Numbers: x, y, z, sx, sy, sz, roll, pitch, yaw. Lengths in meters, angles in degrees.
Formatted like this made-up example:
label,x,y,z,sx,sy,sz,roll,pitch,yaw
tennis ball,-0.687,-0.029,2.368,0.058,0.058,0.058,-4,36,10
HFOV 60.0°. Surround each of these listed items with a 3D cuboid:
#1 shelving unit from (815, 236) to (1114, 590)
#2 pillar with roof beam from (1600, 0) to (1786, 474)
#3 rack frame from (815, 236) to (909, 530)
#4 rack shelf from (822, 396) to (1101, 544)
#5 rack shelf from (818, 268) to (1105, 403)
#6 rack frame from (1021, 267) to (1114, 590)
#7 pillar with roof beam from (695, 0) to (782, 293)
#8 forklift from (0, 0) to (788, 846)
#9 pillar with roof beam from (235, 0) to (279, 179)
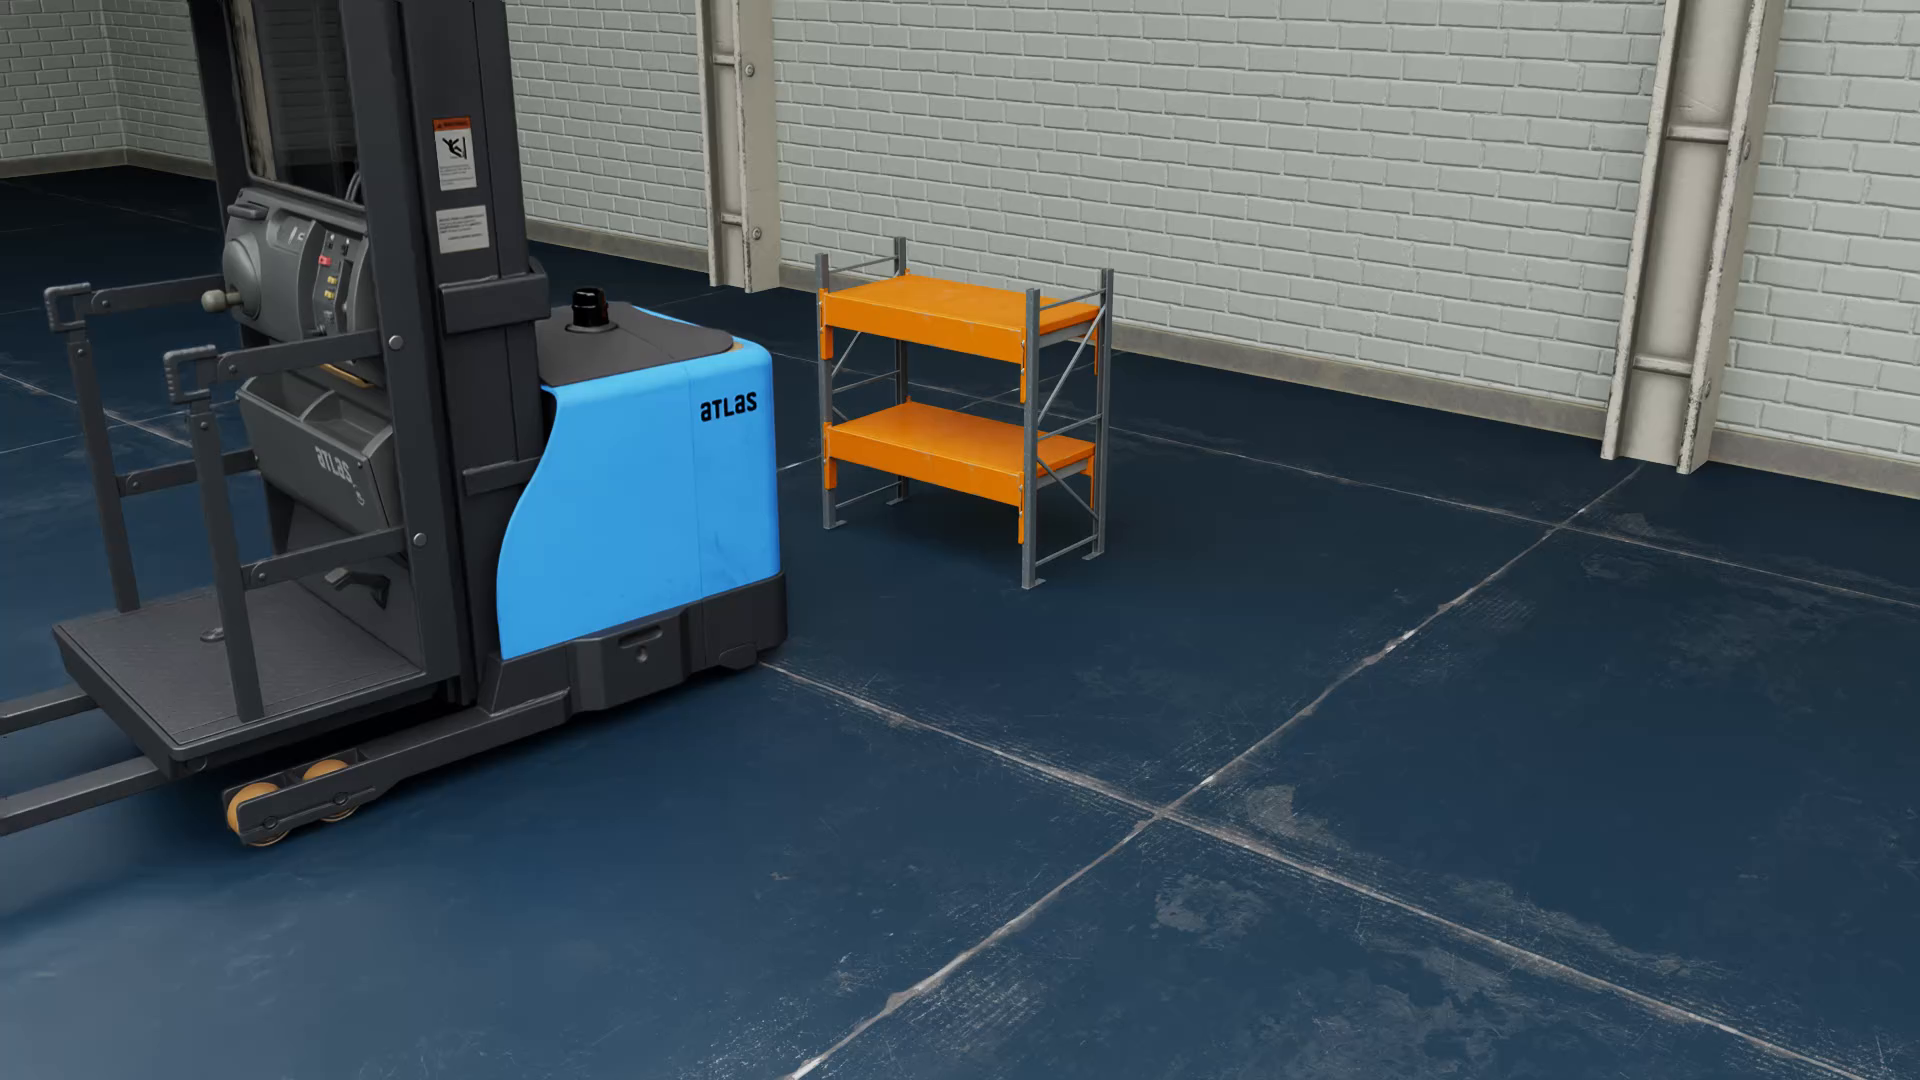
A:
label,x,y,z,sx,sy,sz,roll,pitch,yaw
shelving unit,0.005,-0.525,6.466,1.048,1.125,0.538,16,26,36
pillar with roof beam,0.484,-3.413,2.964,0.400,9.000,9.100,16,26,36
rack frame,-0.389,-0.638,6.766,0.032,1.125,0.500,16,26,36
rack shelf,0.005,-0.296,6.552,1.000,0.278,0.538,16,26,36
rack shelf,0.005,-0.799,6.362,1.000,0.278,0.538,16,26,36
rack frame,0.399,-0.411,6.165,0.032,1.125,0.500,16,26,36
pillar with roof beam,-4.164,-4.751,6.514,0.400,9.000,9.100,16,26,36
forklift,-2.010,-0.754,4.515,3.031,2.935,1.130,-18,27,-39
pillar with roof beam,-8.813,-6.090,10.064,0.400,9.000,9.100,16,26,36
